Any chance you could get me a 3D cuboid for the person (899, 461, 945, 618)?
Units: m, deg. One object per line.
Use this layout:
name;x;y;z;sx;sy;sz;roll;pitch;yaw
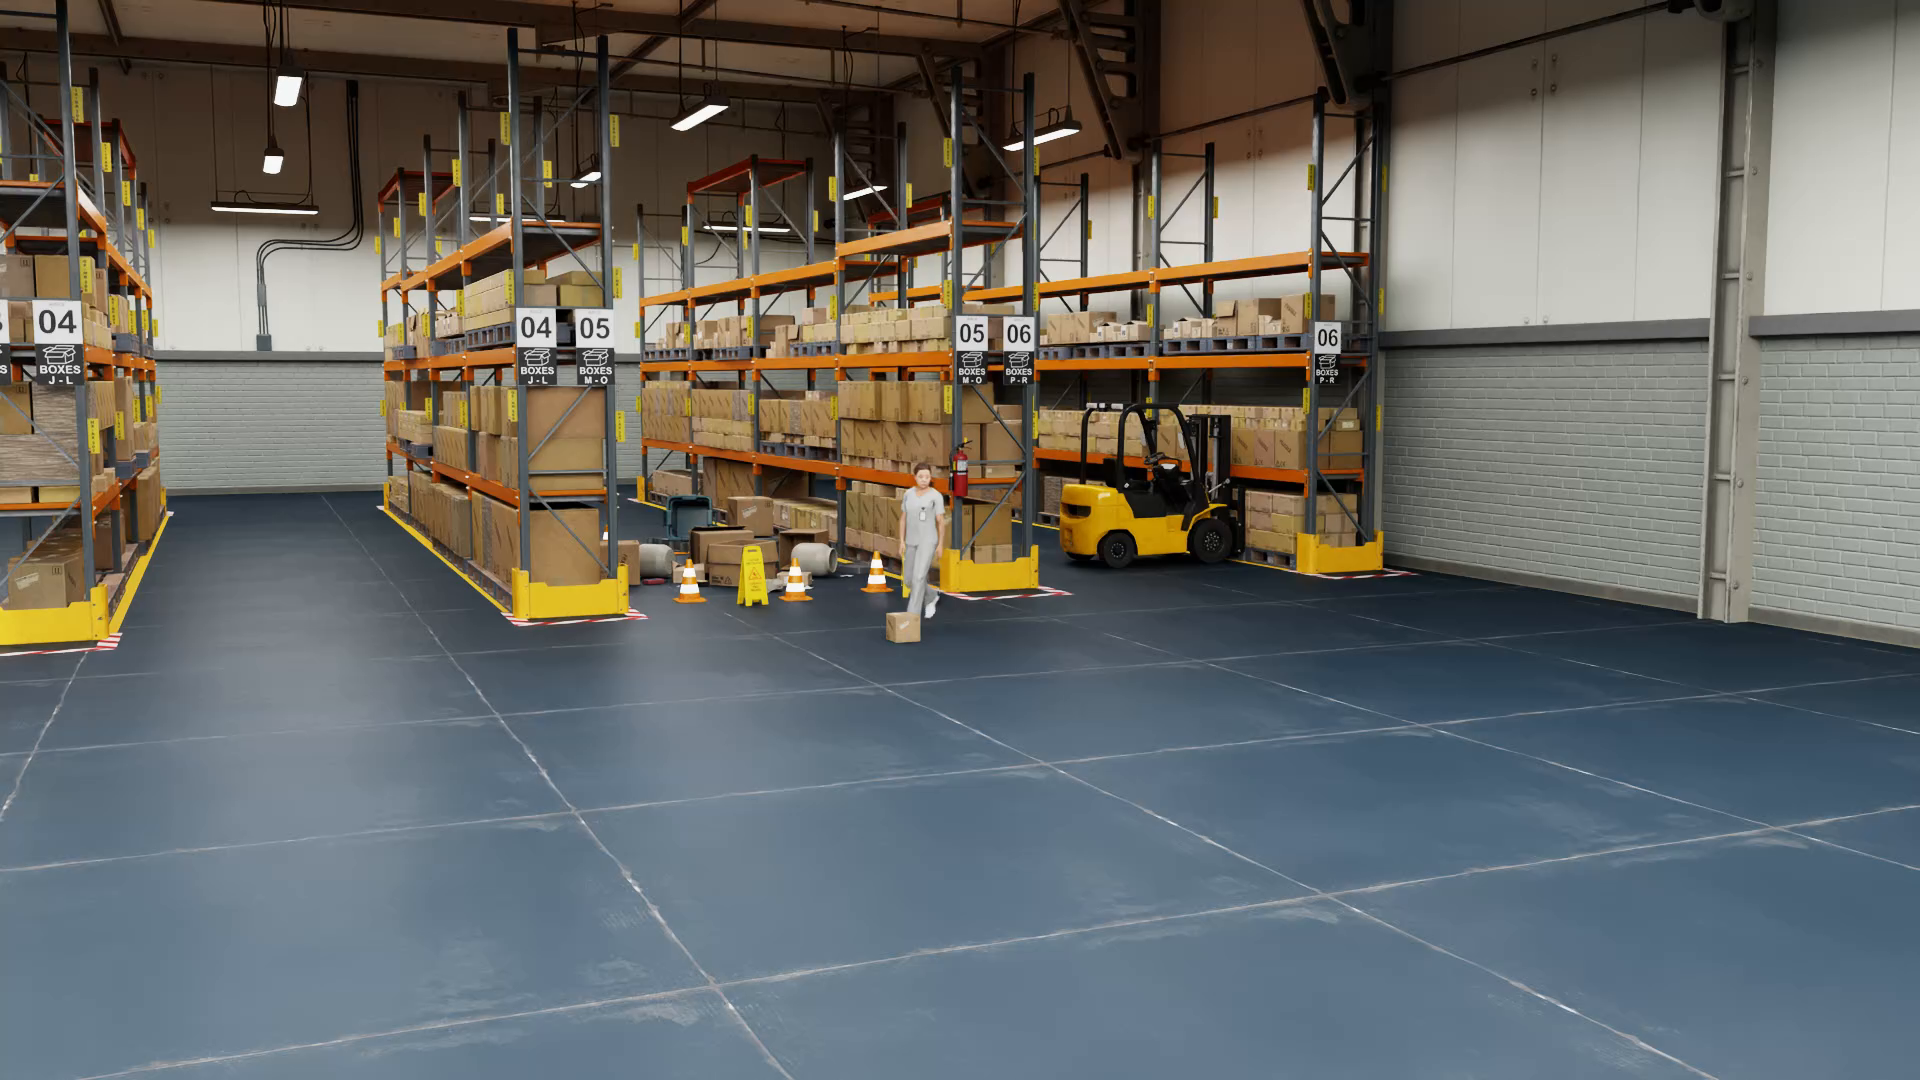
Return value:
person;-0.357;0.040;16.524;0.451;1.651;0.858;3;6;28
